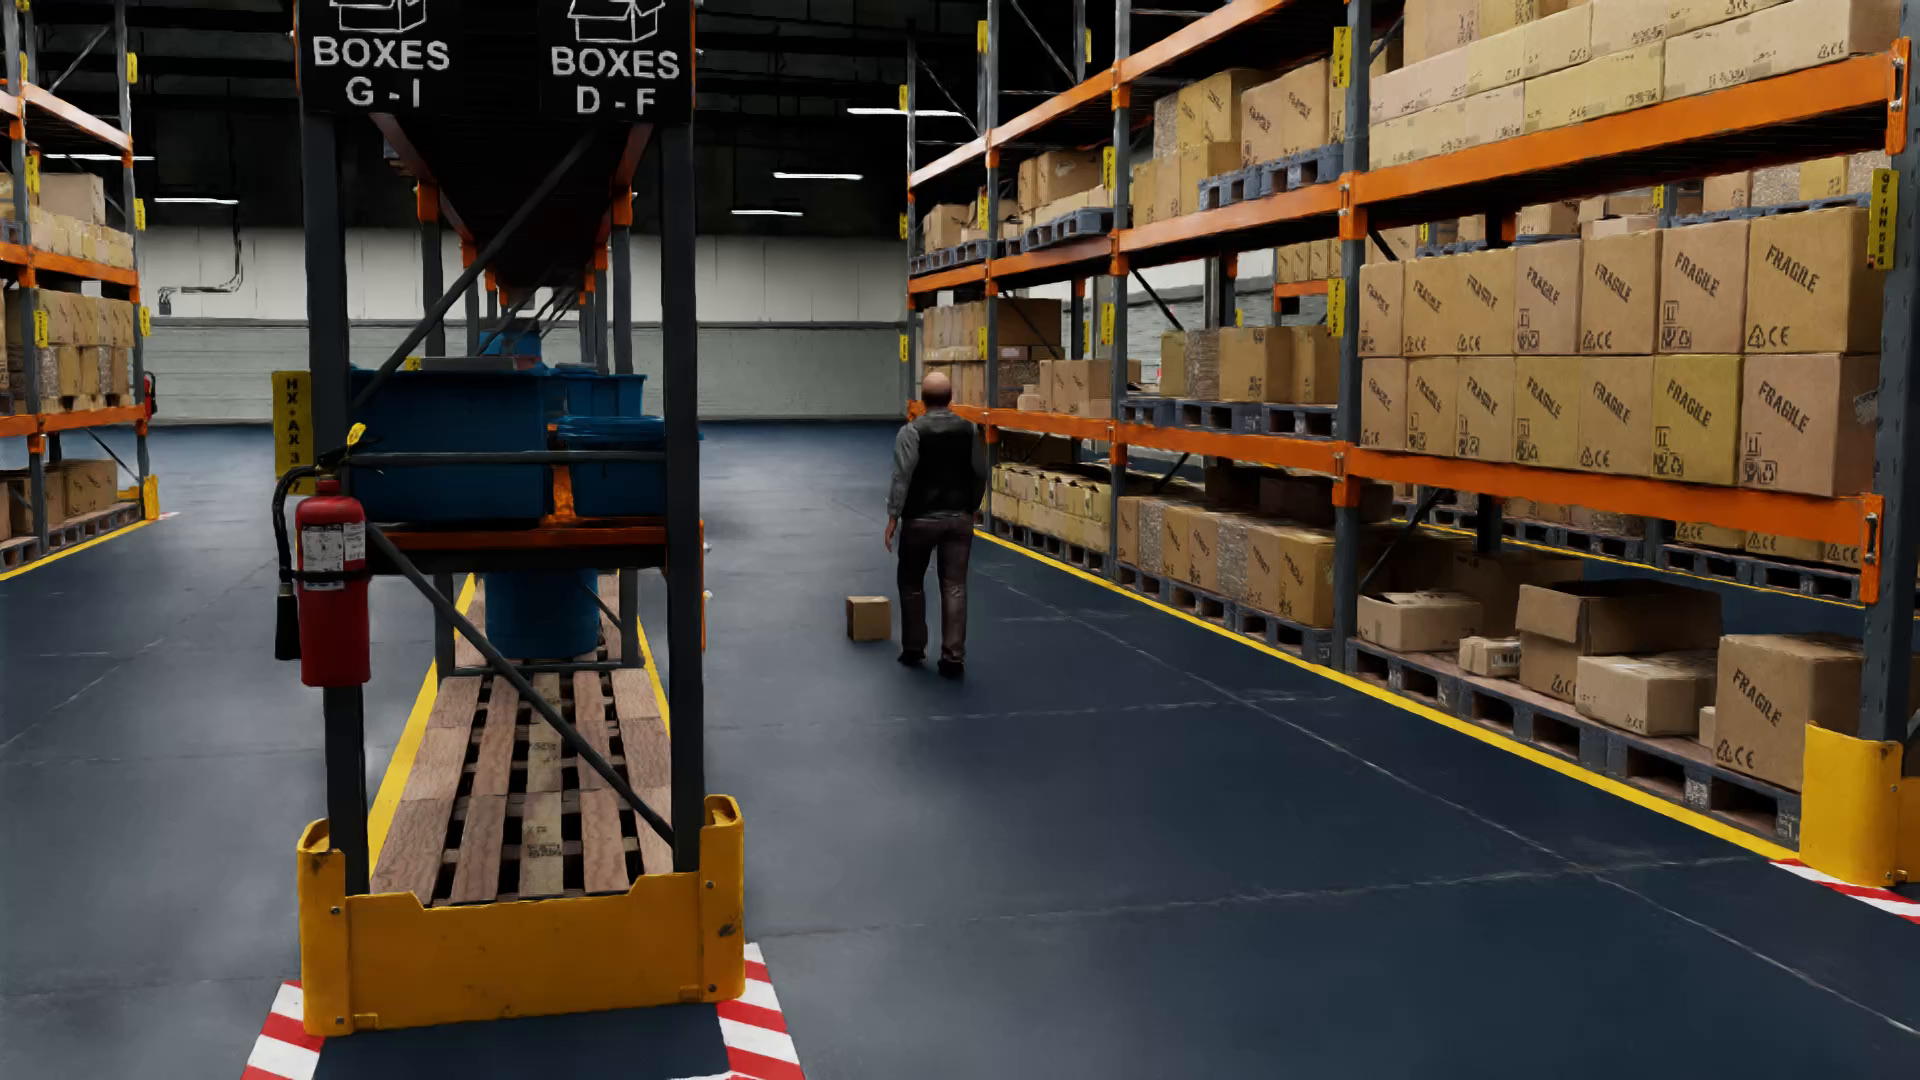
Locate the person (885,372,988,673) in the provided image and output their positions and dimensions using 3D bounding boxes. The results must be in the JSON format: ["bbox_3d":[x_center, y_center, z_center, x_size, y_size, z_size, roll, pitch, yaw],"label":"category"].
[{"bbox_3d":[-0.167,-0.093,9.583,0.642,1.745,0.739,-2,6,-19],"label":"person"}]
